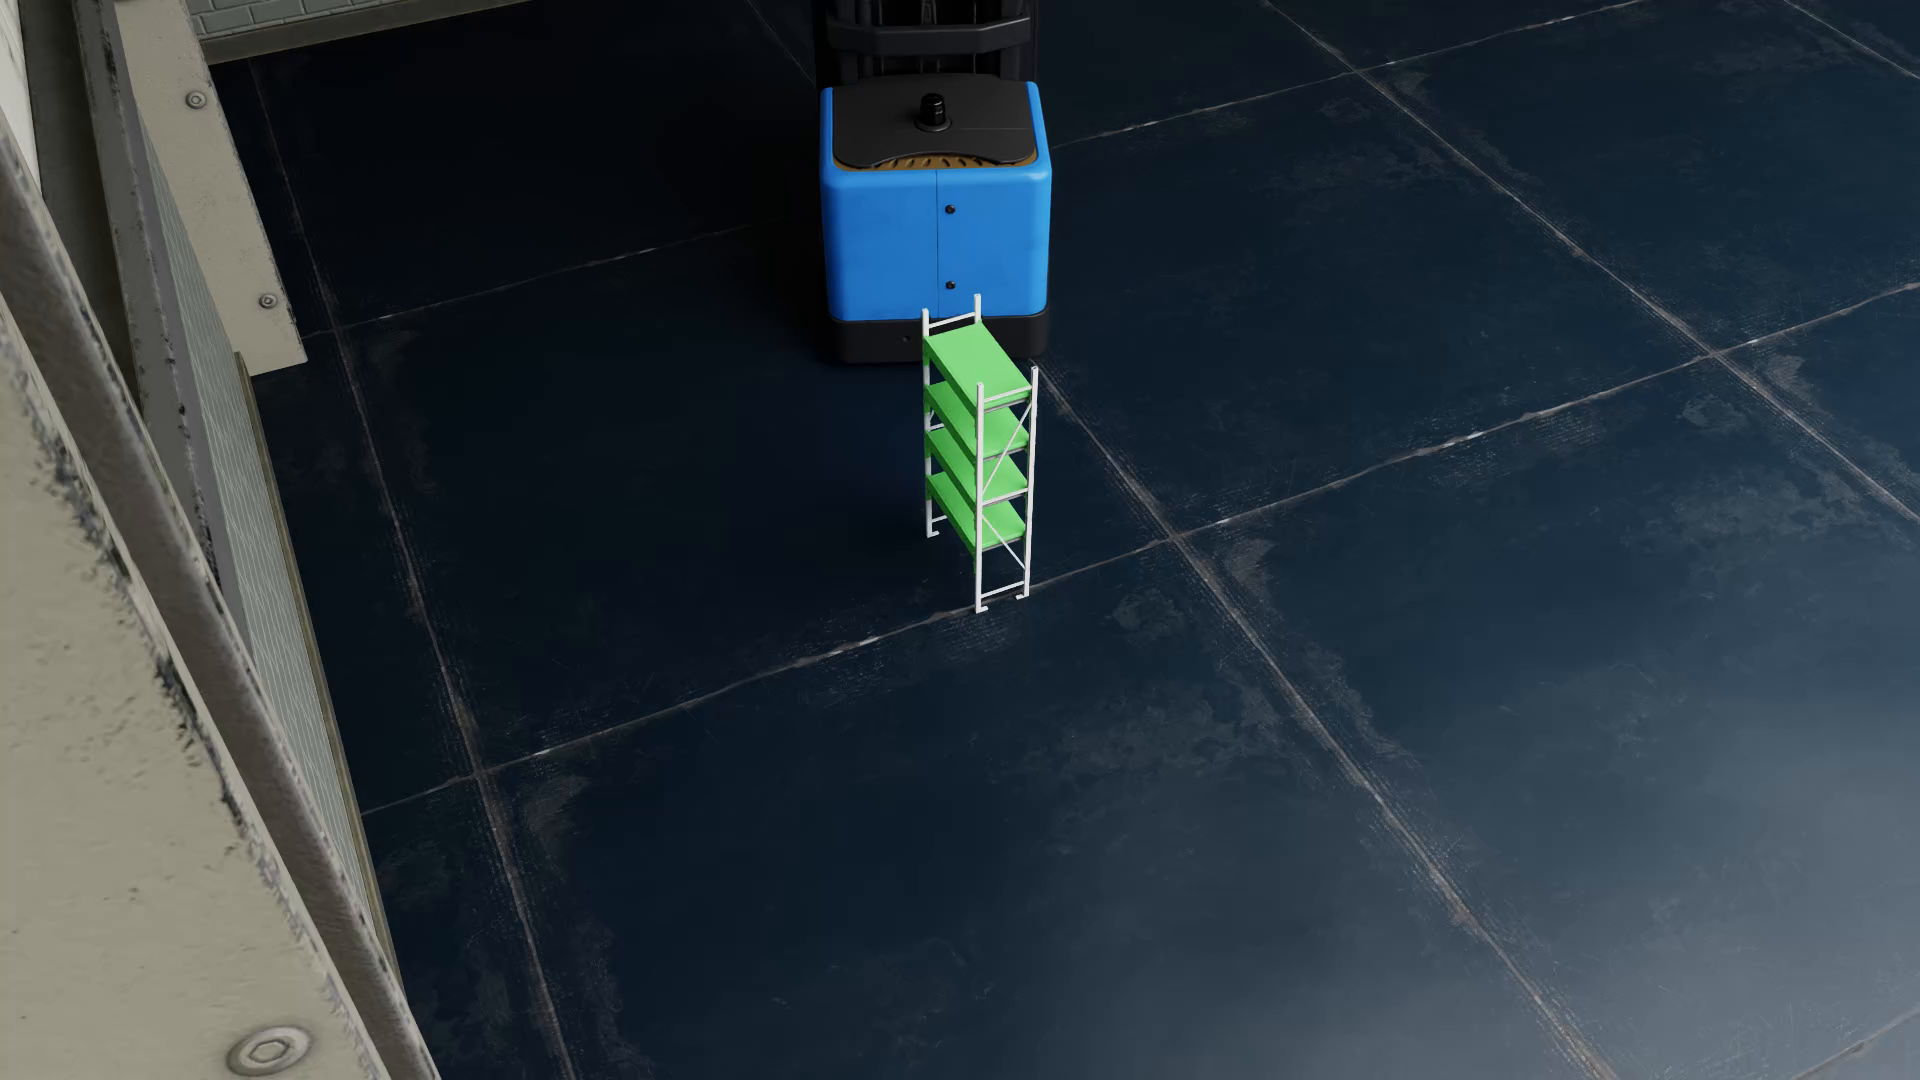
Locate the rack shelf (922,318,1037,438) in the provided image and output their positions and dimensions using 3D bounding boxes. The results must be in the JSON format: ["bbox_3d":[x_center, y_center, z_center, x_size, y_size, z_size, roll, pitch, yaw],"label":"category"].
[{"bbox_3d":[0.070,-0.618,6.298,0.258,0.148,0.480,-18,47,-17],"label":"rack shelf"}]

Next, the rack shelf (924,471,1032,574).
[{"bbox_3d":[0.070,-0.105,6.804,0.258,0.148,0.480,-18,47,-17],"label":"rack shelf"}]

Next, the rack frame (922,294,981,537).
[{"bbox_3d":[-0.033,-0.477,6.748,0.240,1.200,0.015,-18,47,-17],"label":"rack frame"}]

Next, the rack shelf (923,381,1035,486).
[{"bbox_3d":[0.070,-0.447,6.467,0.258,0.148,0.480,-18,47,-17],"label":"rack shelf"}]

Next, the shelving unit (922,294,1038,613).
[{"bbox_3d":[0.070,-0.322,6.591,0.258,1.200,0.503,-18,47,-17],"label":"shelving unit"}]

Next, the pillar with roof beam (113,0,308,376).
[{"bbox_3d":[0.550,-5.414,6.199,9.100,9.000,0.400,-18,47,-17],"label":"pillar with roof beam"}]

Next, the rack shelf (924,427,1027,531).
[{"bbox_3d":[0.070,-0.276,6.635,0.258,0.148,0.480,-18,47,-17],"label":"rack shelf"}]

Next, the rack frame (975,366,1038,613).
[{"bbox_3d":[0.172,-0.166,6.433,0.240,1.200,0.015,-18,47,-17],"label":"rack frame"}]

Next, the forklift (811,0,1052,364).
[{"bbox_3d":[-0.181,-2.904,7.975,1.130,2.935,3.031,-2,45,-2],"label":"forklift"}]
